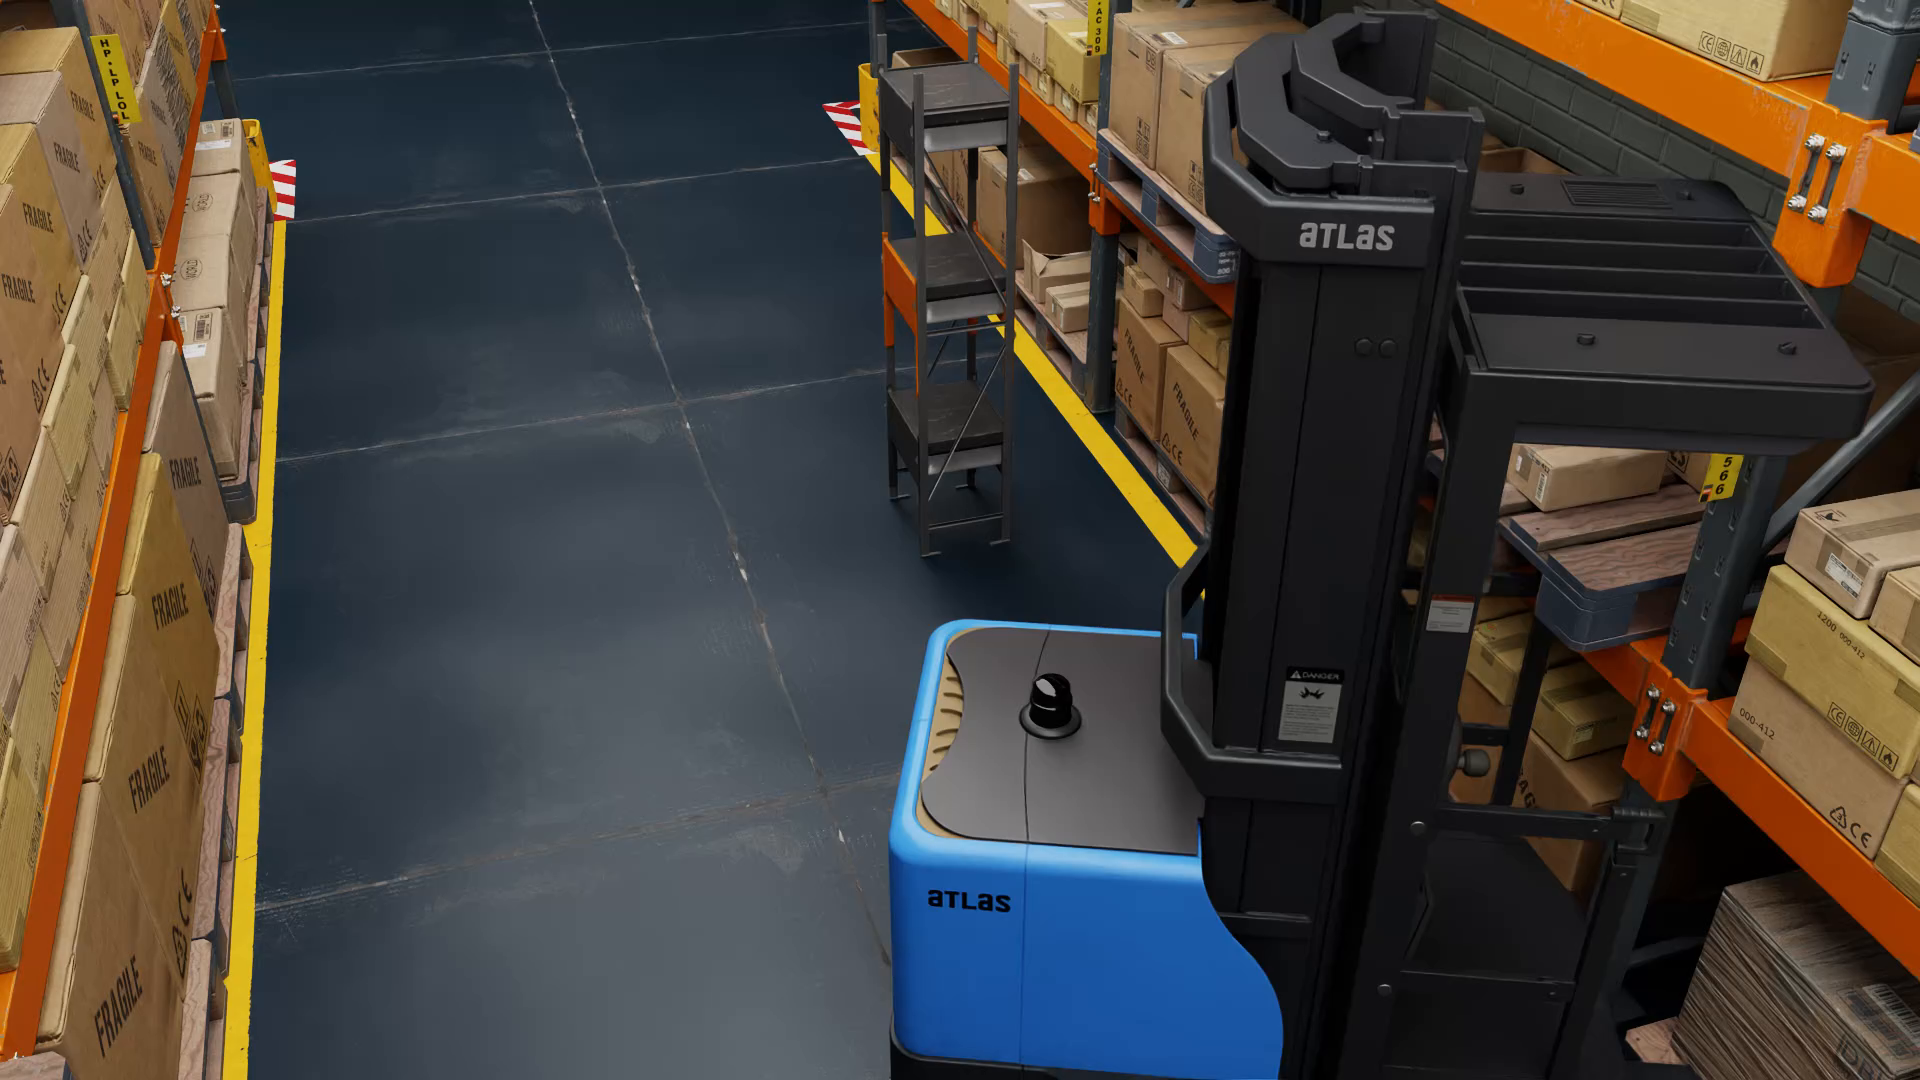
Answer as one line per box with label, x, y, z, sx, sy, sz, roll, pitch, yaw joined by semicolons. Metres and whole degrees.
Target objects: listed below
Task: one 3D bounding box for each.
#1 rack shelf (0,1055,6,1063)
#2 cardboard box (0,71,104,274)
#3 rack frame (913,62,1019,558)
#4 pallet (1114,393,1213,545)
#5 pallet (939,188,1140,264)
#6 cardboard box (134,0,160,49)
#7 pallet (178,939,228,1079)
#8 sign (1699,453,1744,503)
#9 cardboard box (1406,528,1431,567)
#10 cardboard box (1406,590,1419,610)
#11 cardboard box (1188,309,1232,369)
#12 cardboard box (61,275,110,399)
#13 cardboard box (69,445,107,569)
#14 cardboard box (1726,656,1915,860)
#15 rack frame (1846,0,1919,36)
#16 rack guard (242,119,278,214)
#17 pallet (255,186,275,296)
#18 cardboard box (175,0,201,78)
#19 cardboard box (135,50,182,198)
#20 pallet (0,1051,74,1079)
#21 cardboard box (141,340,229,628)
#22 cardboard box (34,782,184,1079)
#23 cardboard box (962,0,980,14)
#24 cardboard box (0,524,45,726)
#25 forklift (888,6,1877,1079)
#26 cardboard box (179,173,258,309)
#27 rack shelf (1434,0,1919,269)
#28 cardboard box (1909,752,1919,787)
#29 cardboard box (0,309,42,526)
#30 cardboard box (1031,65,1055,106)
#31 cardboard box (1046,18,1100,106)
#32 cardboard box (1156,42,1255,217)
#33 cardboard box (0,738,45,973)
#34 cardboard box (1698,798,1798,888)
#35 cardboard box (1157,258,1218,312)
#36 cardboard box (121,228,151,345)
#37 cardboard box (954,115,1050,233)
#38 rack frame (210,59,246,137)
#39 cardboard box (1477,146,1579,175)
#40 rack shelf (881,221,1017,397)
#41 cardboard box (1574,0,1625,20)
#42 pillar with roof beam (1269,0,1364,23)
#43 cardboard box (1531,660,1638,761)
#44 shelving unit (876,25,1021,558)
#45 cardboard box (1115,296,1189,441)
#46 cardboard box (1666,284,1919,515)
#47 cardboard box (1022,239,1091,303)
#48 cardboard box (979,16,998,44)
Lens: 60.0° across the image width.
rack shelf;-1.785;2.307;1.690;1.077;0.370;4.000;-10;35;-15
cardboard box;-3.075;-1.139;5.256;0.500;0.500;0.500;-9;35;-14
rack frame;0.024;-0.835;6.609;0.400;2.100;0.015;-10;35;-15
pallet;1.395;-0.396;7.658;1.003;0.211;1.213;-10;35;-15
pallet;0.526;-1.819;9.811;1.003;0.211;1.213;-10;35;-15
cardboard box;-3.824;-2.430;7.209;0.500;0.500;0.500;-9;35;-14
pallet;-2.564;1.694;4.496;1.003;0.211;1.213;-10;35;-15
sign;1.817;-0.234;3.904;0.100;0.325;0.005;-10;35;-15
cardboard box;1.751;0.070;5.721;0.380;0.149;0.250;-9;35;-13
cardboard box;1.692;0.263;6.017;0.500;0.500;0.500;-9;34;-13
cardboard box;1.214;-0.885;7.166;0.380;0.149;0.250;-12;35;-17
cardboard box;-2.926;-0.567;5.069;0.500;0.250;0.500;-9;35;-14
cardboard box;-2.787;-0.081;4.788;0.500;0.250;0.500;-10;35;-15
cardboard box;2.233;0.457;3.974;0.500;0.250;0.500;-10;35;-15
rack frame;2.331;-2.383;2.693;1.000;3.000;0.127;-10;35;-15
rack guard;-4.843;-2.213;10.146;1.175;0.500;0.348;-10;35;-15
pallet;-4.517;-1.673;9.591;1.003;0.211;1.213;-10;35;-15
cardboard box;-4.131;-2.542;8.285;0.500;0.500;0.500;-9;35;-13
cardboard box;-3.659;-1.740;7.072;0.500;0.500;0.500;-10;35;-14
pallet;-2.076;1.393;2.595;1.213;0.211;1.003;-10;35;-15
cardboard box;-3.350;-0.120;6.257;0.875;0.875;0.875;-9;34;-13
cardboard box;-2.527;1.291;4.121;0.875;0.875;0.875;-10;35;-15
cardboard box;0.260;-3.063;9.031;0.500;0.250;0.500;-11;35;-16
cardboard box;-2.471;0.232;3.861;0.500;0.250;0.500;-9;35;-14
forklift;1.355;0.251;4.211;3.031;2.935;1.130;3;34;5
cardboard box;-4.252;-1.541;8.804;0.875;0.438;0.875;-9;35;-13
rack shelf;1.721;-1.881;5.308;1.077;0.370;4.000;-10;35;-15
cardboard box;2.385;0.511;3.438;0.500;0.250;0.500;-9;34;-13
cardboard box;-2.616;-0.335;4.039;0.500;0.500;0.500;-9;35;-13
cardboard box;0.570;-2.266;8.186;0.380;0.149;0.250;-9;35;-13
cardboard box;0.723;-2.268;7.827;0.500;0.250;0.500;-9;35;-14
cardboard box;1.203;-1.633;6.529;0.700;0.500;0.500;-10;35;-14
cardboard box;-2.305;0.720;3.575;0.500;0.250;0.500;-11;35;-16
cardboard box;2.469;0.719;5.327;0.500;0.500;0.500;-9;34;-13
cardboard box;1.092;-1.146;7.291;0.380;0.149;0.250;-12;35;-17
cardboard box;-3.238;-0.888;6.008;0.500;0.250;0.500;-11;35;-16
cardboard box;0.277;-2.126;9.632;0.500;0.500;0.500;-9;35;-14
rack frame;-4.836;-3.243;9.438;1.000;3.000;0.127;-10;35;-15
cardboard box;1.657;-0.924;5.453;0.797;0.503;0.637;-11;35;-16
rack shelf;-0.050;-0.952;6.810;0.431;0.518;0.480;-10;35;-15
cardboard box;1.789;-1.561;4.307;0.500;0.250;0.500;-10;35;-15
pillar with roof beam;-2.343;-4.276;5.559;9.100;9.000;0.400;-10;35;-15
cardboard box;1.939;0.500;5.070;0.380;0.149;0.250;-12;35;-17
shelving unit;-0.050;-0.963;6.803;0.431;2.100;0.503;-10;35;-15
cardboard box;1.044;-0.820;7.657;0.500;0.500;0.500;-9;34;-13
cardboard box;2.323;-0.393;4.653;0.500;0.500;0.500;-8;34;-12
cardboard box;0.552;-1.445;8.815;0.396;0.266;0.258;-9;34;-13
cardboard box;0.319;-2.813;9.014;0.380;0.149;0.250;-10;35;-15
